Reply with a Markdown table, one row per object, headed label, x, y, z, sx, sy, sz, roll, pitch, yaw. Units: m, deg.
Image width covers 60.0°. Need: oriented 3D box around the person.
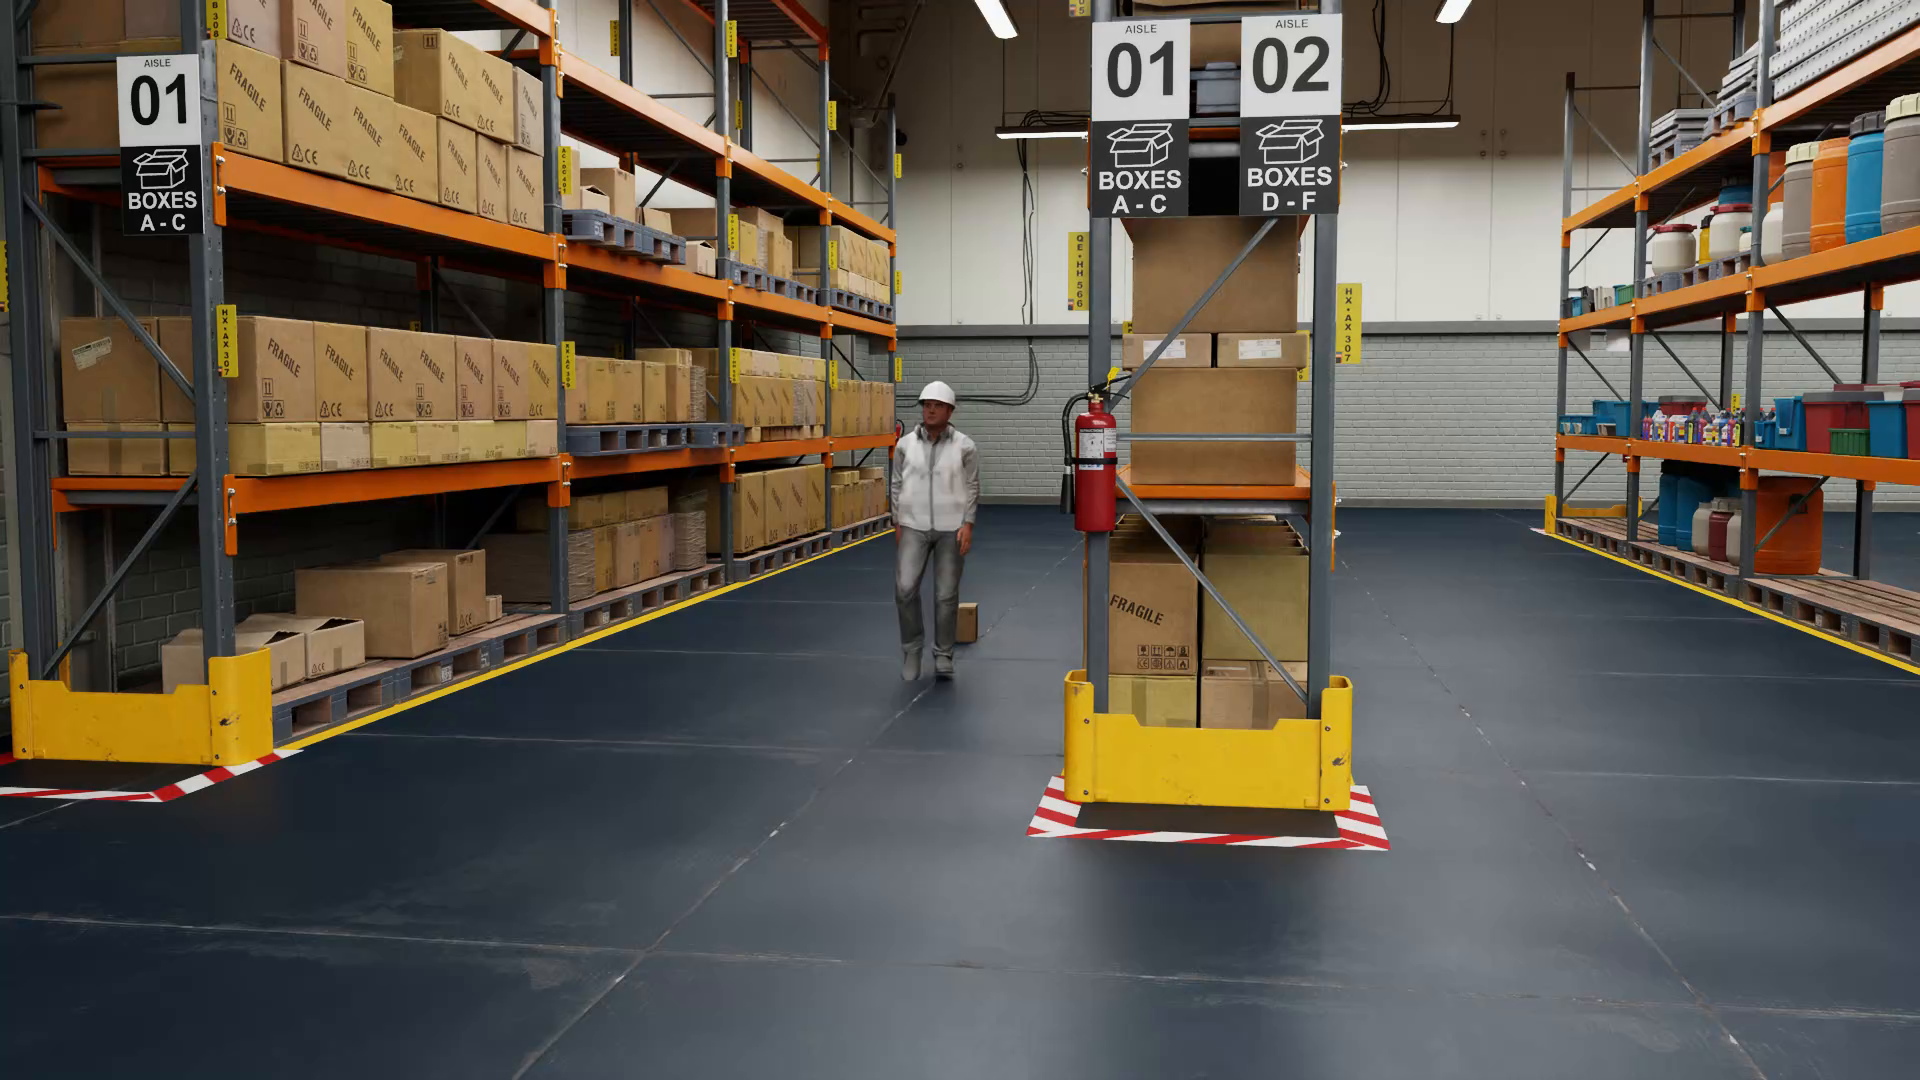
| label | x | y | z | sx | sy | sz | roll | pitch | yaw |
| --- | --- | --- | --- | --- | --- | --- | --- | --- | --- |
| person | -0.153 | -0.042 | 9.981 | 0.547 | 1.816 | 0.501 | 0 | 4 | 4 |
